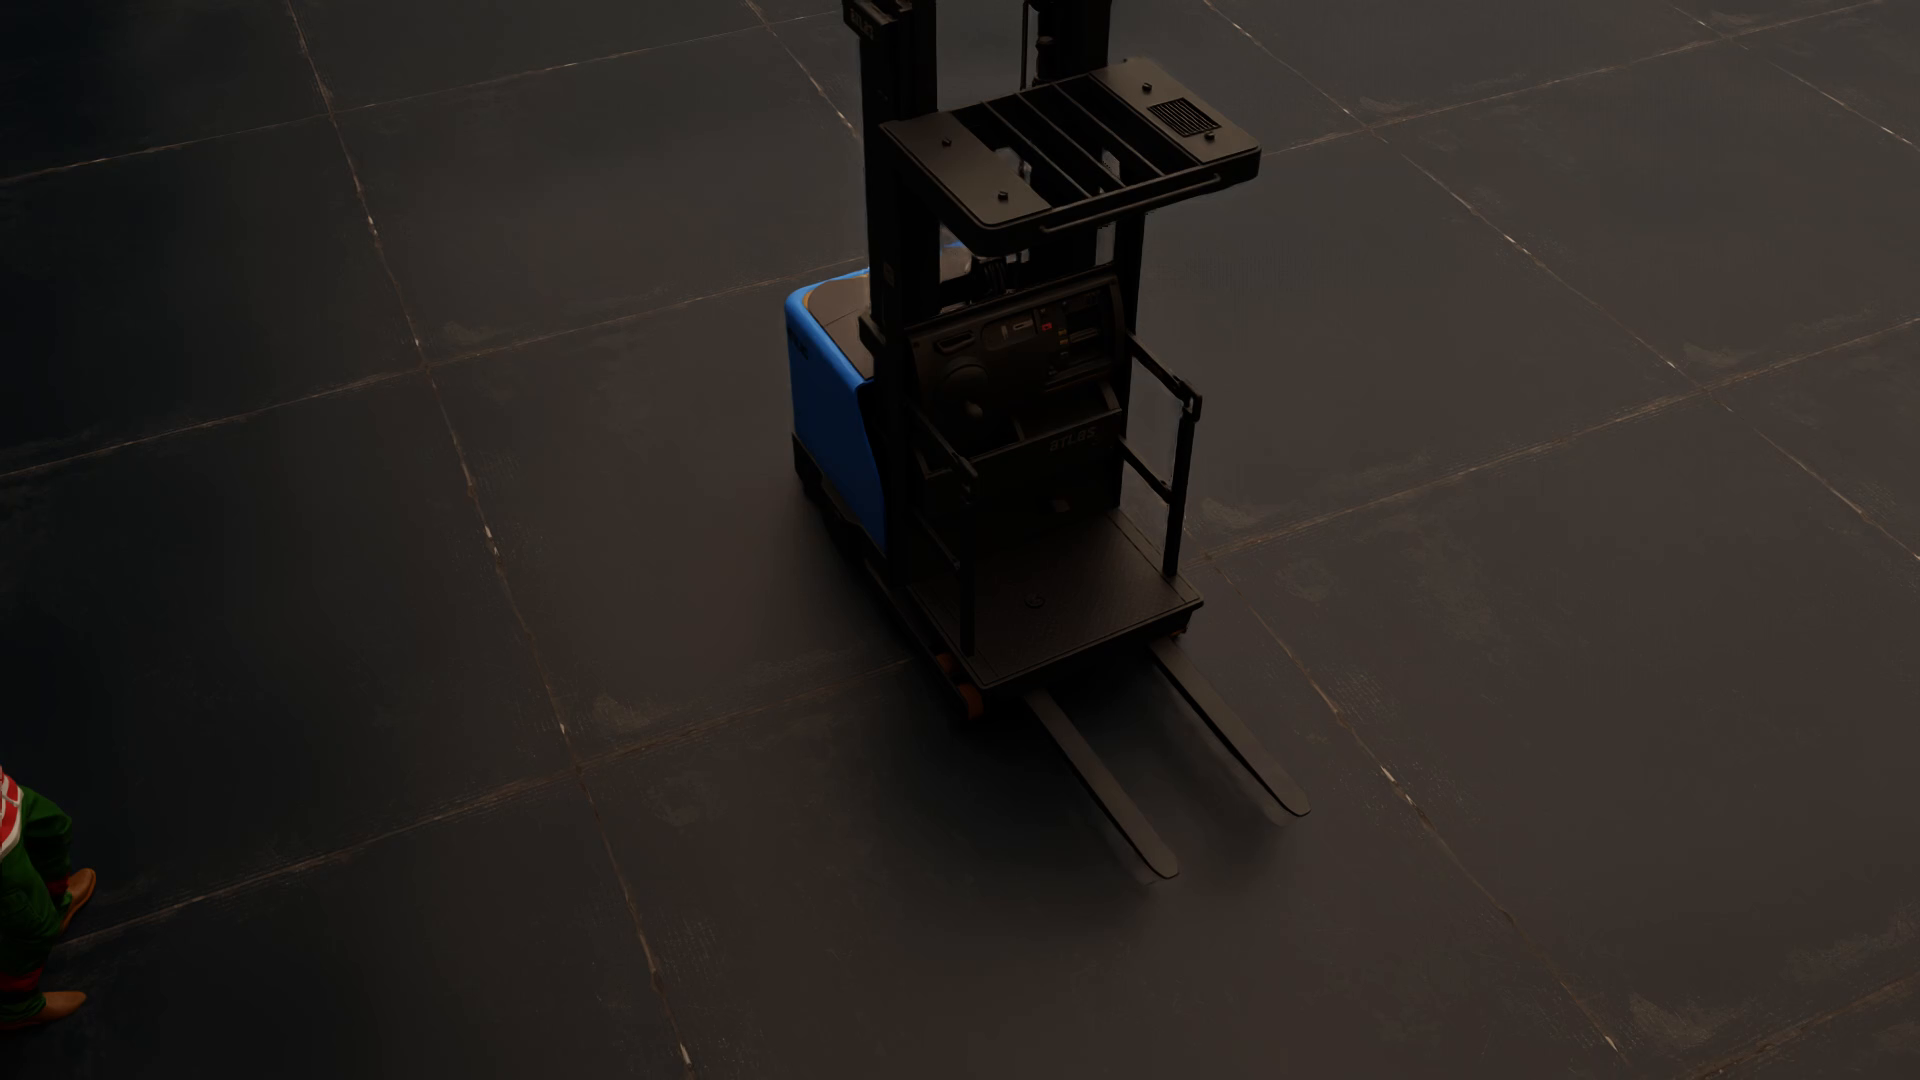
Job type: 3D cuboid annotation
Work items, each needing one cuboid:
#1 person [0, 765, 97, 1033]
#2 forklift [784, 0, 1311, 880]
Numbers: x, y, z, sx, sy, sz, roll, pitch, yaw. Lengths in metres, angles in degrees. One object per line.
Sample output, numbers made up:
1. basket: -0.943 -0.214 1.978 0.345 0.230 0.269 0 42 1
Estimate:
1. person: -3.277 0.974 5.538 0.465 1.749 0.887 -15 45 -15
2. forklift: 0.338 -0.668 6.396 1.130 2.935 3.031 -20 47 -20
